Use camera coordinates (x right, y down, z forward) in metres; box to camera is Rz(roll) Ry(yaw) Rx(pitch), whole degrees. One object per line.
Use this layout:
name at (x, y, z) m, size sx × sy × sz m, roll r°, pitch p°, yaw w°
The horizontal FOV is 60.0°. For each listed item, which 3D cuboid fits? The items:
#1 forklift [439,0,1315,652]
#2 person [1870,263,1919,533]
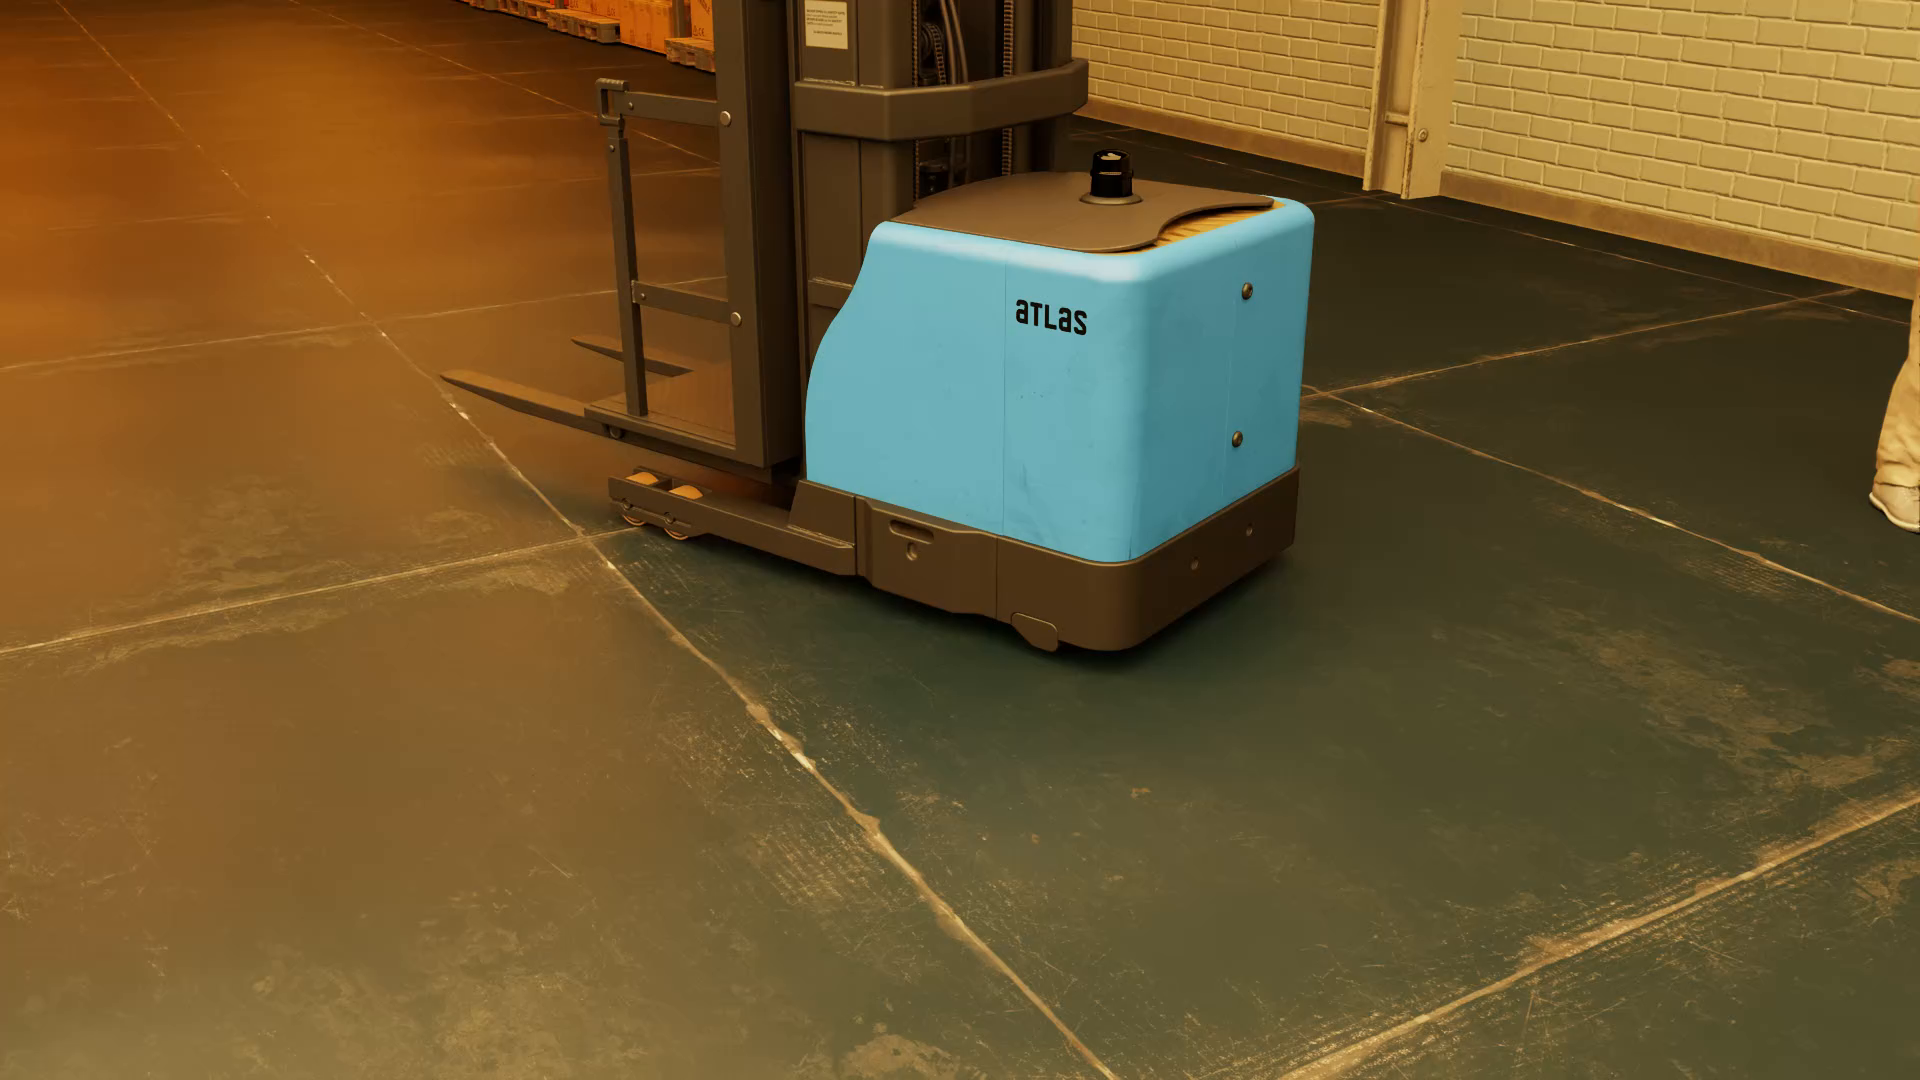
forklift at (-0.481, -1.497, 4.922) m, size 3.031 × 2.935 × 1.130 m, roll 16°, pitch 27°, yaw 34°
person at (3.178, -0.894, 5.041) m, size 0.523 × 1.729 × 0.380 m, roll -6°, pitch 23°, yaw -13°
